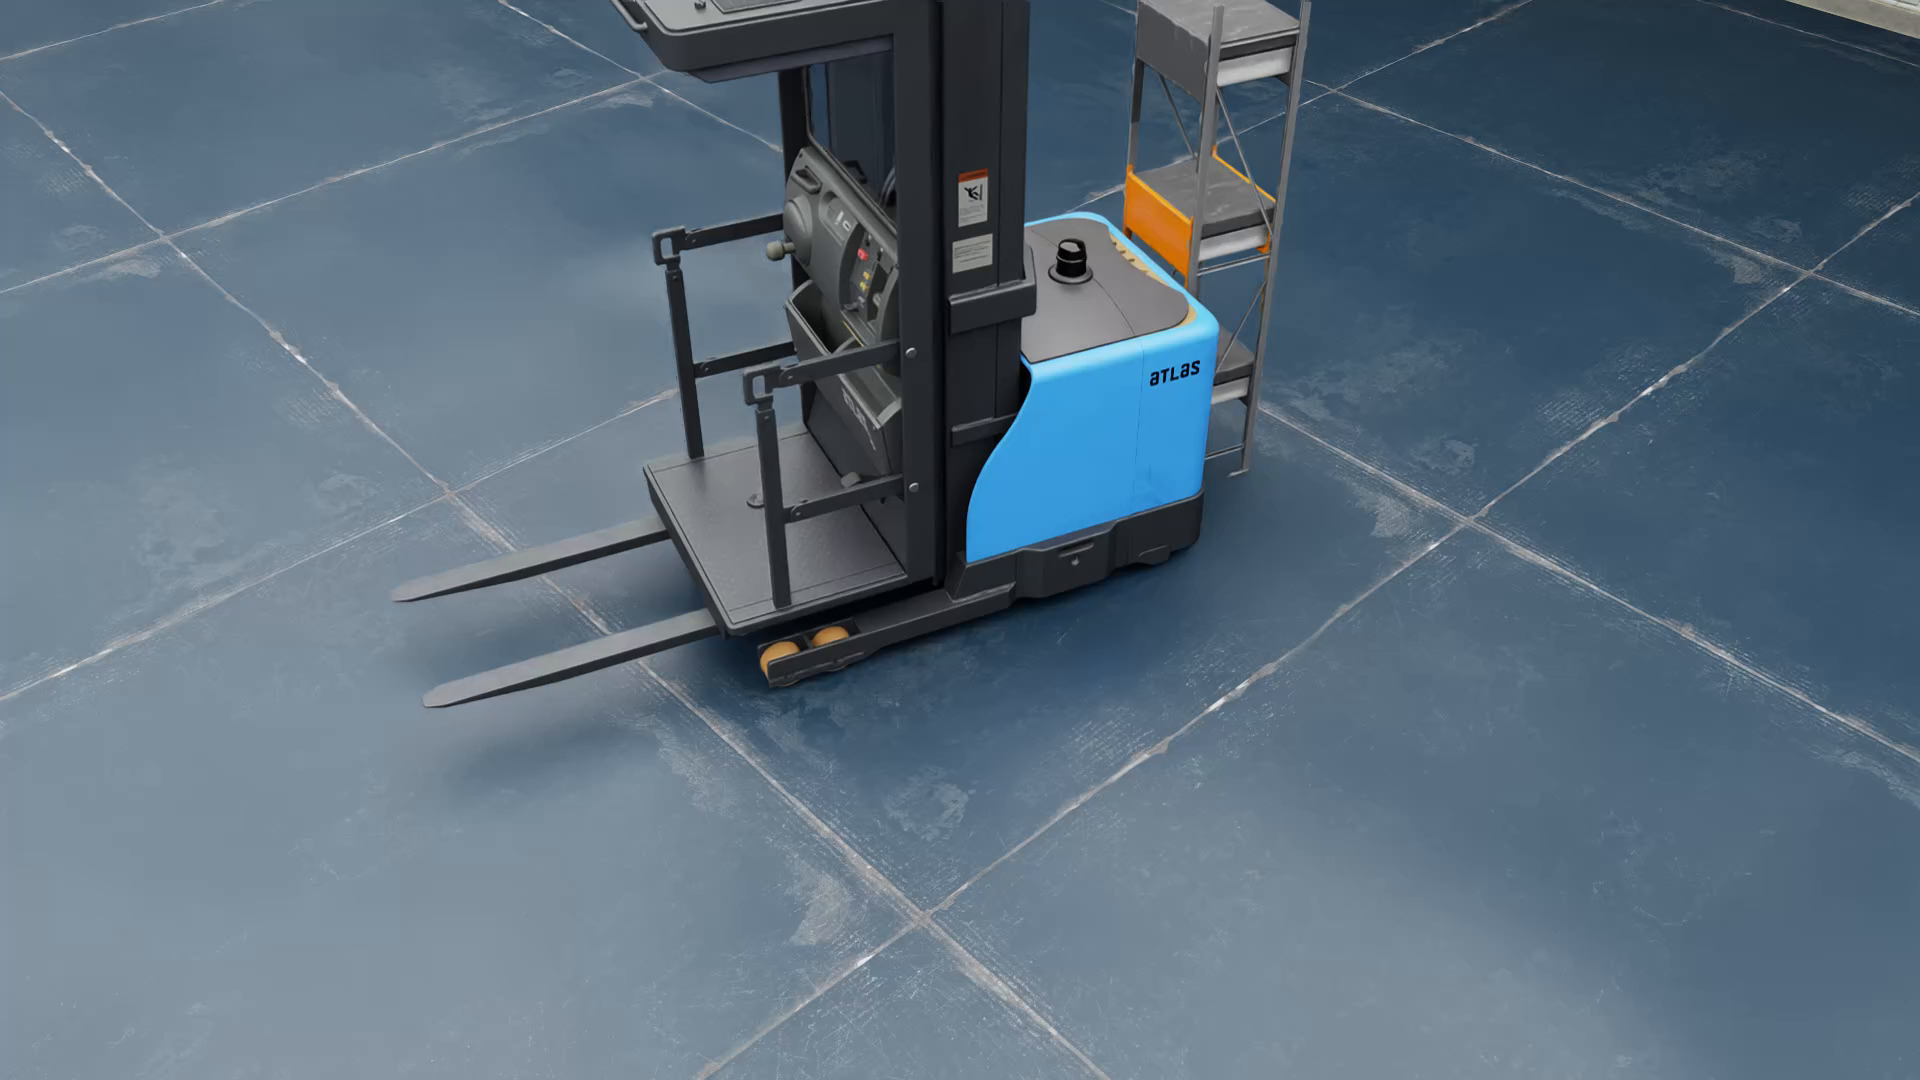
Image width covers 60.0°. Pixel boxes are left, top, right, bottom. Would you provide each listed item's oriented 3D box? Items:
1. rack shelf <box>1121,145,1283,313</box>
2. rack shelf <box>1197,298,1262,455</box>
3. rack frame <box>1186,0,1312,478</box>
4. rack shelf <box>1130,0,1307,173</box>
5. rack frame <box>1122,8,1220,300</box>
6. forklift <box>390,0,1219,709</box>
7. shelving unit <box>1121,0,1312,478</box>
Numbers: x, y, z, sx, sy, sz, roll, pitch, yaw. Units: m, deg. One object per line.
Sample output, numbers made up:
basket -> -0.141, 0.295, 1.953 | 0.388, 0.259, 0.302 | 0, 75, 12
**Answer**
rack shelf -> 0.942, -1.183, 6.566 | 0.431, 0.518, 0.480 | -17, 42, -20
rack shelf -> 0.942, -0.639, 7.005 | 0.431, 0.518, 0.480 | -17, 42, -20
rack frame -> 1.048, -1.056, 6.386 | 0.400, 2.100, 0.015 | -17, 42, -20
rack shelf -> 0.942, -1.728, 6.126 | 0.431, 0.518, 0.480 | -17, 42, -20
rack frame -> 0.836, -1.332, 6.728 | 0.400, 2.100, 0.015 | -17, 42, -20
forklift -> -0.598, -0.984, 5.635 | 3.031, 2.935, 1.130 | -16, 42, -19
shelving unit -> 0.942, -1.194, 6.557 | 0.431, 2.100, 0.503 | -17, 42, -20
